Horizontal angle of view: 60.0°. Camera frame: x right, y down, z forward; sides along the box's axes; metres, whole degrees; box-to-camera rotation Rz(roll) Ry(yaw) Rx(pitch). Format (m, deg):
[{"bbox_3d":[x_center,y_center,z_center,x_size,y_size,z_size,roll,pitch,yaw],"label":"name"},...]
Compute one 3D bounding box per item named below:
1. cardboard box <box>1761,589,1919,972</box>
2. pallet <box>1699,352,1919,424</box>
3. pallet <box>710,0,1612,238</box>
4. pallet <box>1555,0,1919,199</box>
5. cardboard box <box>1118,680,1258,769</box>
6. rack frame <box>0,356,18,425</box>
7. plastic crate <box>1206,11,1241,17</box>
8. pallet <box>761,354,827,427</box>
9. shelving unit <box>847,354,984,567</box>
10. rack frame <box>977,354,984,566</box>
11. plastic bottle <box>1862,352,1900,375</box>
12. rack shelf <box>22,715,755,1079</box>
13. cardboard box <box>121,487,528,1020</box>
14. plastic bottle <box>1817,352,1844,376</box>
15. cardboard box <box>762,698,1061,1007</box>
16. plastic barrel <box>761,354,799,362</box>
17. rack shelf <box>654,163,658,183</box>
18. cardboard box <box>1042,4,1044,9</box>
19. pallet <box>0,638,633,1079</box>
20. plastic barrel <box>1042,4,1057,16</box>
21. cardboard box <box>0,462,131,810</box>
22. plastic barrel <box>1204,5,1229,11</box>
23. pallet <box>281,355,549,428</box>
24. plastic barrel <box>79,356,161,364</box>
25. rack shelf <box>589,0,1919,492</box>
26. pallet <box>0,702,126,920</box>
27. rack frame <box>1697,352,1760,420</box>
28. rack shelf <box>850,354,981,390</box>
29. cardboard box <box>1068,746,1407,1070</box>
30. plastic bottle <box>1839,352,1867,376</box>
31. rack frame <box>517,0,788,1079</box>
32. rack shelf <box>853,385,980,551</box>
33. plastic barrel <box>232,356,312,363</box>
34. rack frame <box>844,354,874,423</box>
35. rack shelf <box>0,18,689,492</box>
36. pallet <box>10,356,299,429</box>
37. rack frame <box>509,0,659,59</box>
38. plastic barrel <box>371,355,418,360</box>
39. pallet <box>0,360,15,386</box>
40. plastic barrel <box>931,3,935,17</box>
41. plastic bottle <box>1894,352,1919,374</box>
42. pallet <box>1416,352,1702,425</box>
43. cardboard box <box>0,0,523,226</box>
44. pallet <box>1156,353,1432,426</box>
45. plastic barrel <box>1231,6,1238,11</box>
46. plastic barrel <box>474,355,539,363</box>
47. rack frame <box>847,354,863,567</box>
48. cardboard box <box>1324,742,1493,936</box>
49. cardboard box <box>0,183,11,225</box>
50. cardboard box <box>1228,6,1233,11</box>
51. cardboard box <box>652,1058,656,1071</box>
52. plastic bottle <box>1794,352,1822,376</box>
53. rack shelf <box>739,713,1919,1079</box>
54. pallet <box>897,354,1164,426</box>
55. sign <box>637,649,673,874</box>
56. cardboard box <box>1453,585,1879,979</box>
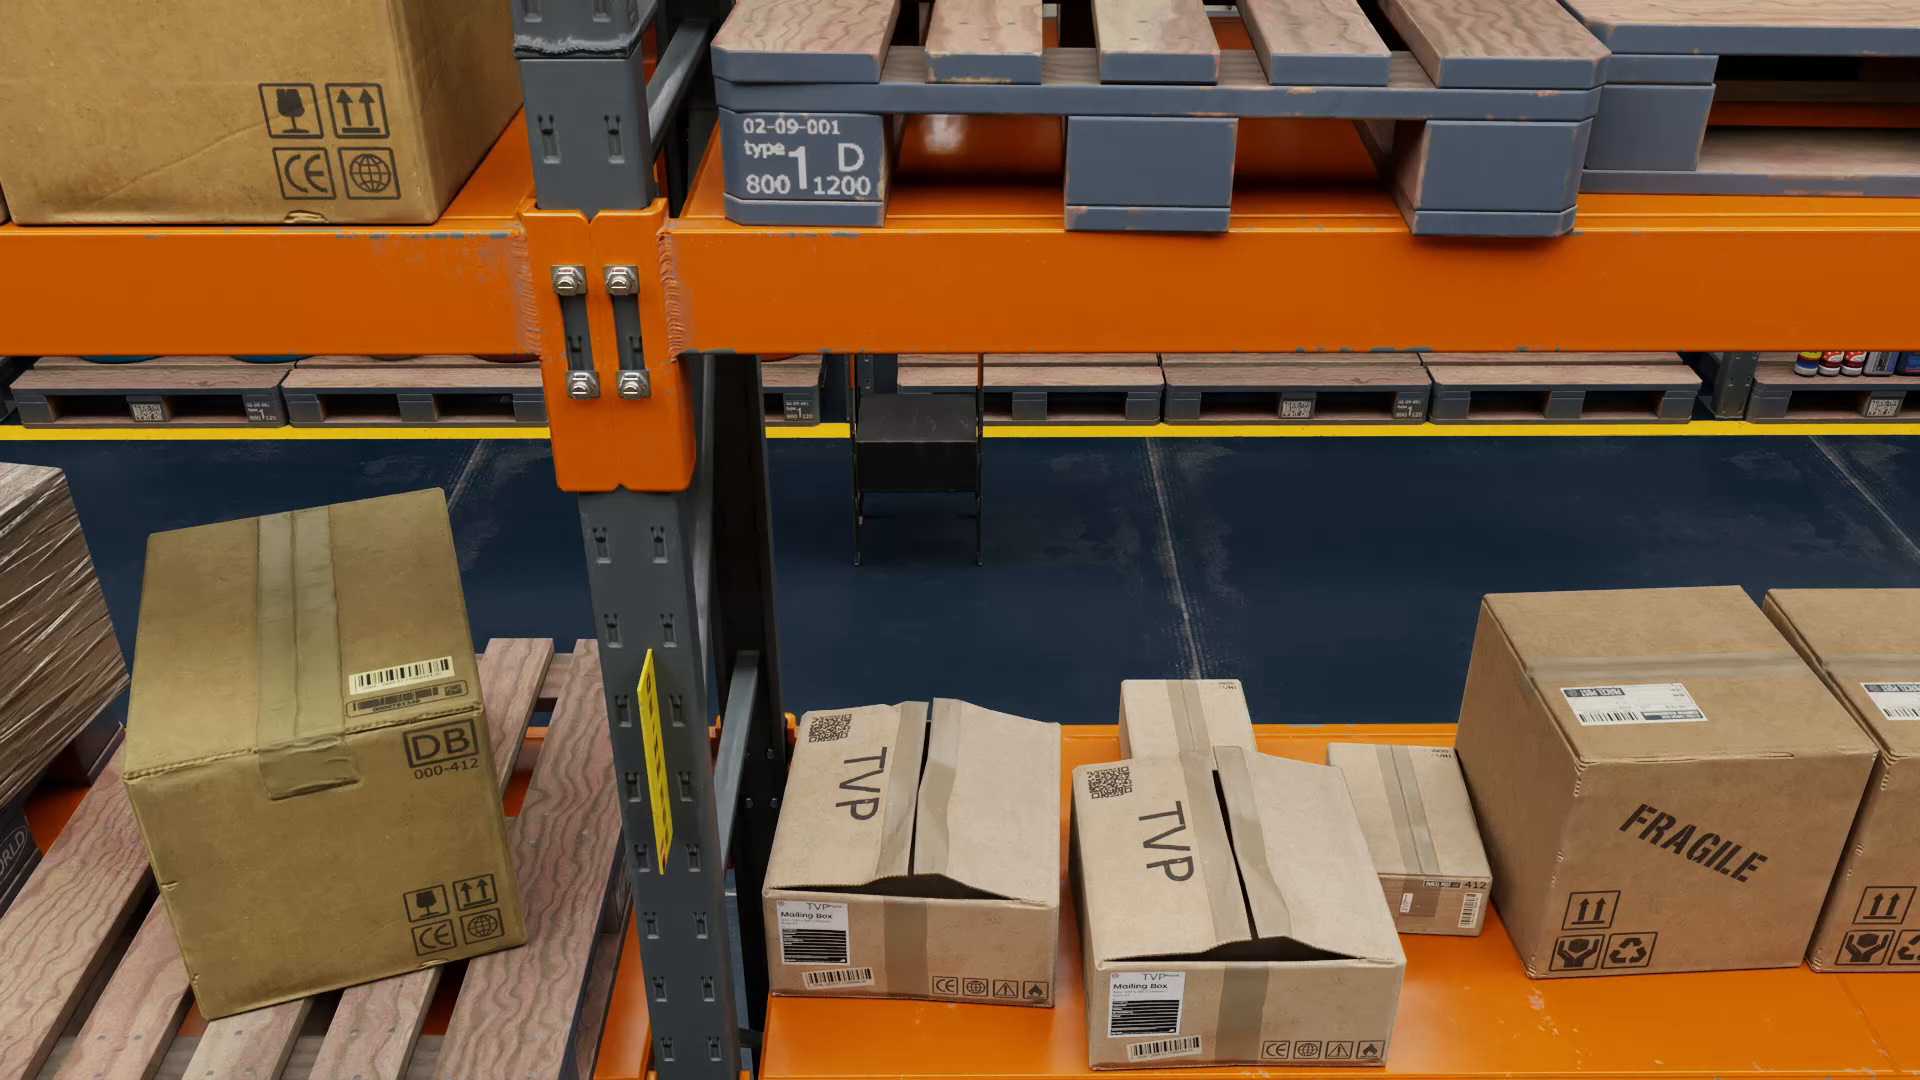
[{"bbox_3d":[1.770,0.431,3.051,0.500,0.500,0.500,0,31,0],"label":"cardboard box"},{"bbox_3d":[4.212,-0.881,7.998,1.213,0.211,1.003,0,31,0],"label":"pallet"},{"bbox_3d":[0.244,-0.761,2.402,1.003,0.211,1.213,1,31,2],"label":"pallet"},{"bbox_3d":[1.362,-0.766,2.411,1.213,0.211,1.003,1,31,2],"label":"pallet"},{"bbox_3d":[0.464,0.451,3.358,0.250,0.149,0.380,0,31,0],"label":"cardboard box"},{"bbox_3d":[-4.460,-2.067,7.266,0.127,3.000,1.000,0,31,0],"label":"rack frame"},{"bbox_3d":[1.158,-1.954,7.017,0.583,0.464,0.402,0,31,0],"label":"plastic crate"},{"bbox_3d":[-1.248,-0.864,7.970,1.213,0.211,1.003,0,31,0],"label":"pallet"},{"bbox_3d":[-0.166,-0.897,6.204,0.503,2.100,0.431,0,31,0],"label":"shelving unit"},{"bbox_3d":[0.078,-0.898,6.206,0.015,2.100,0.400,0,31,0],"label":"rack frame"},{"bbox_3d":[4.184,-0.905,7.551,0.135,0.276,0.152,1,31,2],"label":"plastic bottle"},{"bbox_3d":[-2.434,0.803,3.228,4.000,0.370,1.077,0,31,0],"label":"rack shelf"},{"bbox_3d":[-1.063,0.328,2.817,0.500,0.500,0.700,-11,33,-17],"label":"cardboard box"},{"bbox_3d":[3.963,-0.858,7.546,0.097,0.201,0.097,0,31,0],"label":"plastic bottle"},{"bbox_3d":[-0.070,0.549,3.039,0.500,0.311,0.500,2,31,3],"label":"cardboard box"},{"bbox_3d":[-0.949,-1.321,7.723,0.708,0.830,0.600,0,31,0],"label":"plastic barrel"},{"bbox_3d":[-2.460,-1.766,7.463,4.000,0.370,1.077,0,31,0],"label":"rack shelf"},{"bbox_3d":[0.734,-3.789,12.089,0.500,0.500,0.700,-3,31,-4],"label":"cardboard box"},{"bbox_3d":[-1.111,0.610,3.038,1.003,0.211,1.213,0,31,0],"label":"pallet"},{"bbox_3d":[0.567,-2.242,7.445,0.421,0.512,0.421,0,31,0],"label":"plastic barrel"},{"bbox_3d":[-1.979,0.231,2.976,0.500,0.500,0.700,6,32,9],"label":"cardboard box"},{"bbox_3d":[0.988,-2.243,7.447,0.421,0.512,0.421,0,31,0],"label":"plastic barrel"},{"bbox_3d":[-2.465,-0.861,7.966,1.213,0.211,1.003,0,31,0],"label":"pallet"},{"bbox_3d":[-3.916,-1.343,7.689,0.708,0.901,0.600,0,31,0],"label":"plastic barrel"},{"bbox_3d":[1.566,-0.492,2.470,4.000,0.370,1.077,0,31,0],"label":"rack shelf"},{"bbox_3d":[-2.379,0.580,3.087,1.213,0.211,1.003,0,31,0],"label":"pallet"},{"bbox_3d":[3.540,-2.092,7.307,0.127,3.000,1.000,0,31,0],"label":"rack frame"},{"bbox_3d":[-0.166,-0.886,6.212,0.480,0.518,0.431,0,31,0],"label":"rack shelf"},{"bbox_3d":[0.461,0.625,2.914,0.500,0.311,0.500,-1,31,-1],"label":"cardboard box"},{"bbox_3d":[4.064,-0.858,7.547,0.097,0.201,0.097,0,31,0],"label":"plastic bottle"},{"bbox_3d":[-0.434,0.489,3.052,0.127,3.000,1.000,0,31,0],"label":"rack frame"},{"bbox_3d":[-0.166,-0.287,6.575,0.480,0.518,0.431,0,31,0],"label":"rack shelf"},{"bbox_3d":[-3.208,-1.345,7.693,0.708,0.901,0.600,0,31,0],"label":"plastic barrel"},{"bbox_3d":[-0.460,-2.080,7.286,0.127,3.000,1.000,0,31,0],"label":"rack frame"},{"bbox_3d":[-2.434,-0.479,2.450,4.000,0.370,1.077,0,31,0],"label":"rack shelf"},{"bbox_3d":[-3.688,-0.856,7.957,1.213,0.211,1.003,0,31,0],"label":"pallet"},{"bbox_3d":[-0.434,-2.075,1.495,0.127,3.000,1.000,0,31,0],"label":"rack frame"},{"bbox_3d":[-2.643,-1.134,7.721,0.421,0.512,0.421,0,31,0],"label":"plastic barrel"},{"bbox_3d":[-5.195,-0.853,7.952,1.213,0.211,1.003,0,31,0],"label":"pallet"},{"bbox_3d":[0.002,-2.297,7.513,0.708,0.536,0.600,0,31,0],"label":"plastic barrel"},{"bbox_3d":[4.349,-0.935,7.529,0.185,0.351,0.144,1,31,1],"label":"plastic bottle"},{"bbox_3d":[2.755,-0.878,7.993,1.213,0.211,1.003,0,31,0],"label":"pallet"},{"bbox_3d":[-0.870,-0.817,2.217,0.500,0.500,0.910,0,31,0],"label":"cardboard box"},{"bbox_3d":[1.532,-0.872,7.984,1.213,0.211,1.003,0,31,0],"label":"pallet"},{"bbox_3d":[1.415,-2.258,7.448,0.433,0.535,0.433,0,31,0],"label":"plastic barrel"},{"bbox_3d":[-2.079,-1.215,7.780,0.708,0.588,0.600,0,31,0],"label":"plastic barrel"},{"bbox_3d":[-0.410,-0.896,6.203,0.015,2.100,0.400,0,31,0],"label":"rack frame"},{"bbox_3d":[0.841,0.564,3.171,0.250,0.149,0.380,2,31,3],"label":"cardboard box"},{"bbox_3d":[-1.380,-0.815,2.214,0.500,0.500,0.910,0,31,0],"label":"cardboard box"},{"bbox_3d":[1.859,-3.797,12.101,0.500,0.500,0.700,-3,31,-5],"label":"cardboard box"},{"bbox_3d":[-0.891,1.223,3.828,0.500,0.500,0.500,1,31,2],"label":"cardboard box"},{"bbox_3d":[3.861,-0.888,7.527,0.097,0.271,0.097,0,31,0],"label":"plastic bottle"},{"bbox_3d":[1.566,0.791,3.249,4.000,0.370,1.077,0,31,0],"label":"rack shelf"},{"bbox_3d":[0.315,-0.870,7.981,1.213,0.211,1.003,0,31,0],"label":"pallet"},{"bbox_3d":[-0.421,0.310,2.308,0.005,0.325,0.100,0,31,0],"label":"sign"},{"bbox_3d":[1.244,0.433,3.048,0.500,0.500,0.500,-2,31,-3],"label":"cardboard box"}]
